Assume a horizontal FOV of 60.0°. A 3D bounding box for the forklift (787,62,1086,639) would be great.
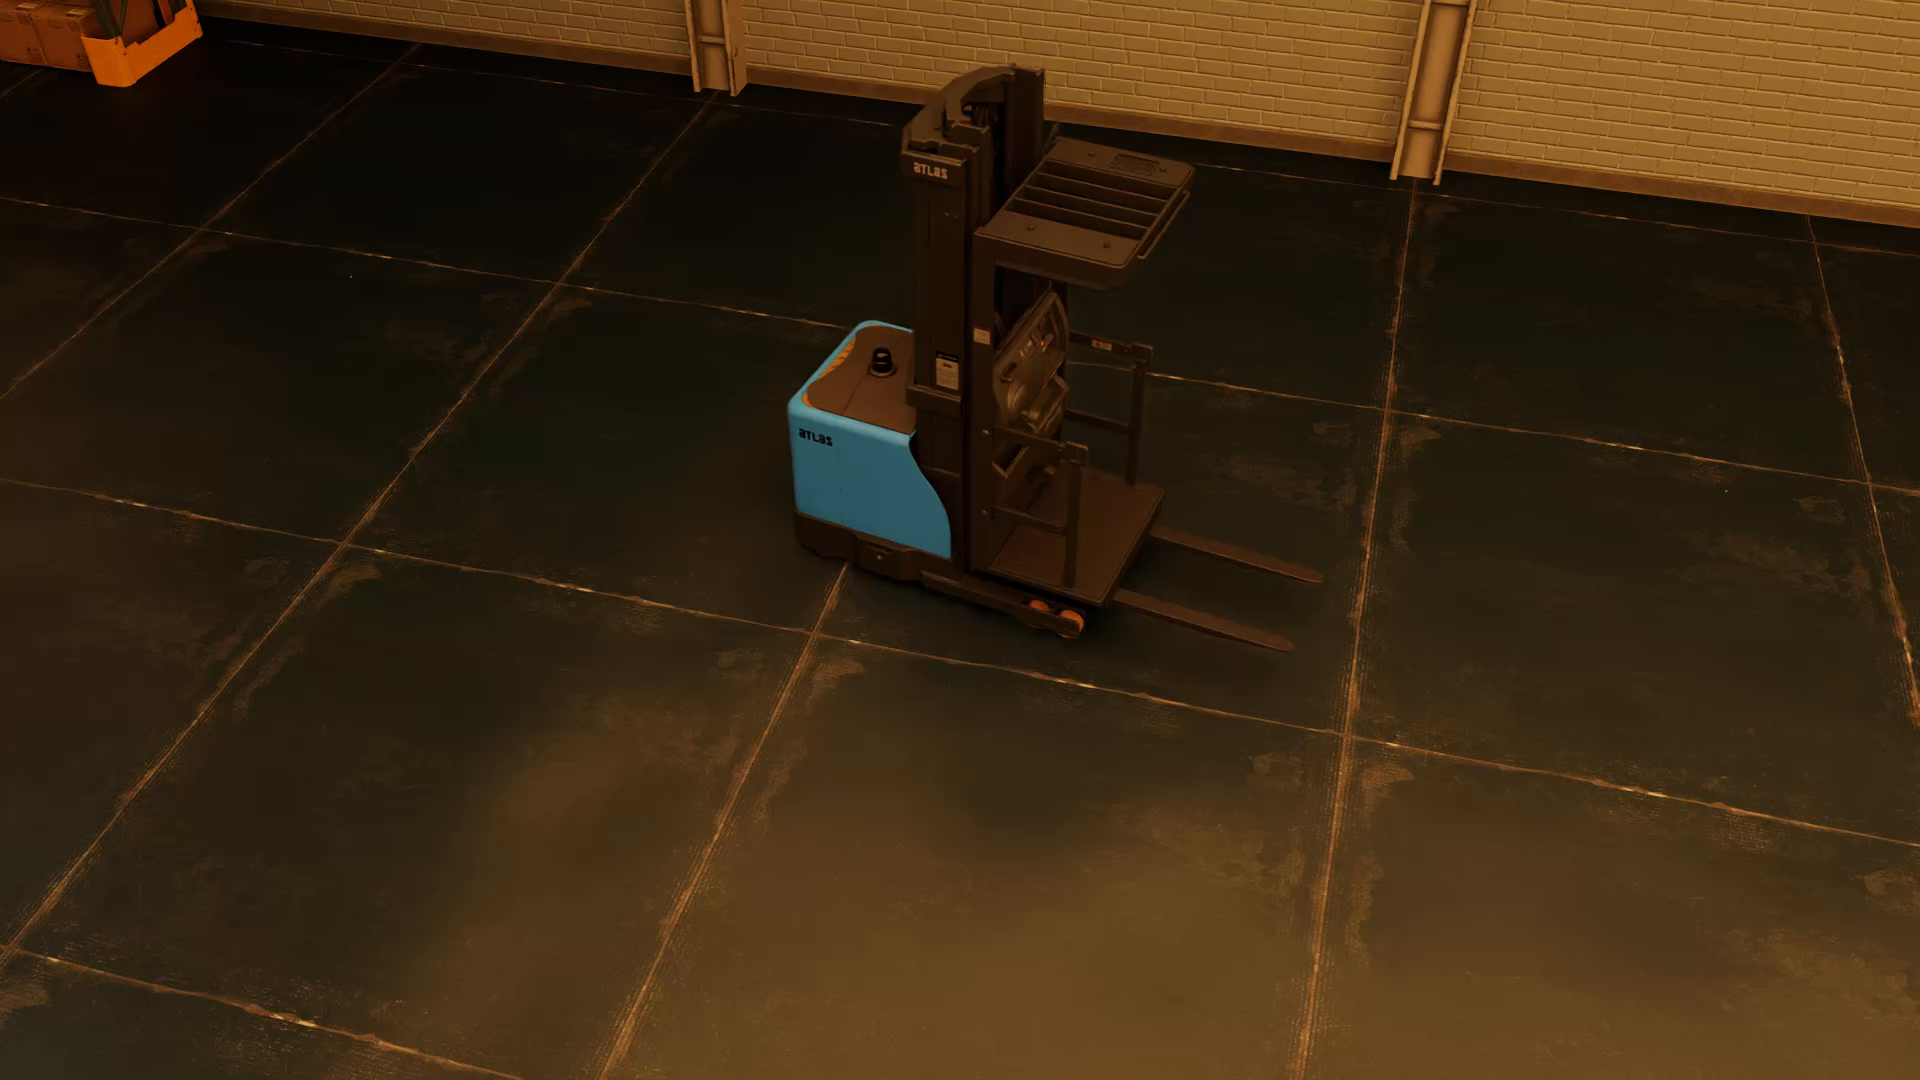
[{"bbox_3d":[0.569,-0.942,8.936,3.031,2.935,1.130,17,44,18],"label":"forklift"}]
